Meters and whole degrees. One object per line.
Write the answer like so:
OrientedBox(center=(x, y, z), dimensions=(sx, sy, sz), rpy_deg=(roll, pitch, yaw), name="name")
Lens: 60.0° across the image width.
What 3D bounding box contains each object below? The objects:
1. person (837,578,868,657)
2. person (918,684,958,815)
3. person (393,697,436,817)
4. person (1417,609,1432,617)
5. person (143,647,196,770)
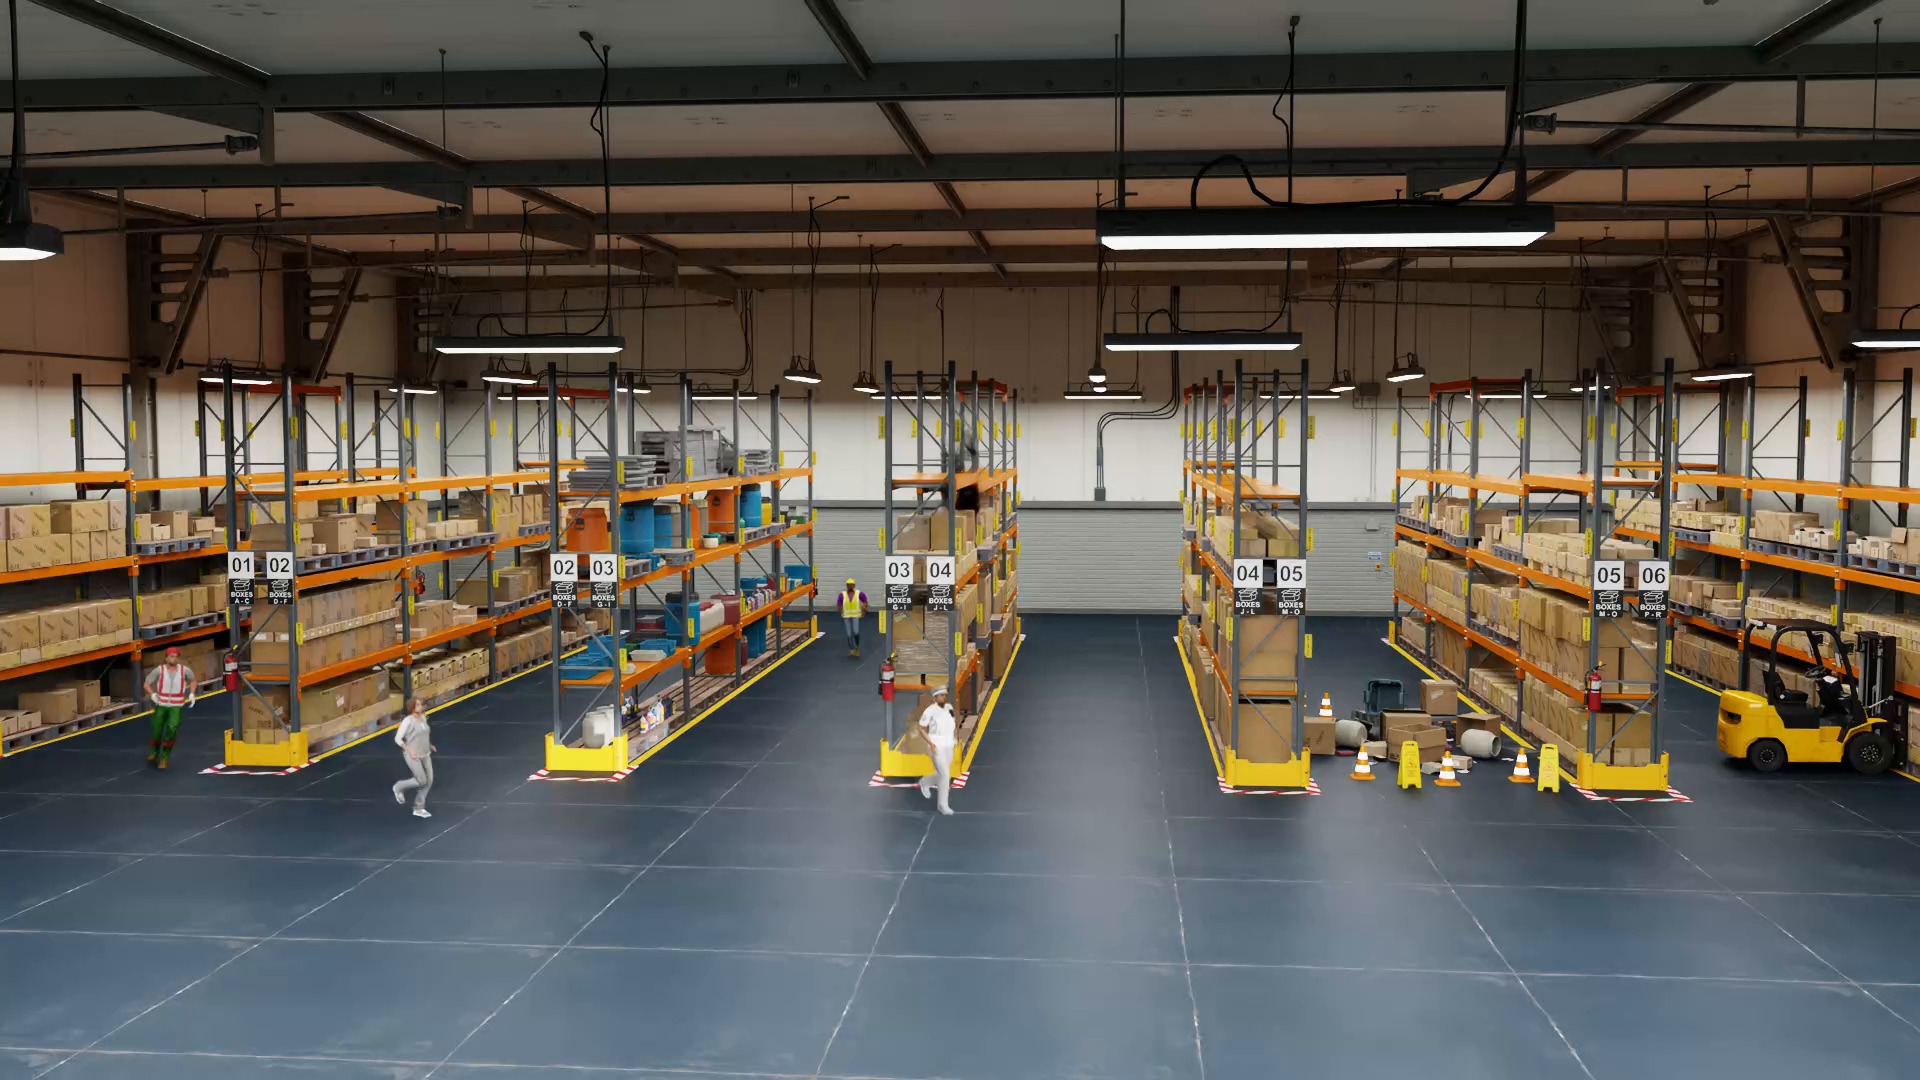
OrientedBox(center=(-2.395, 1.720, 36.630), dimensions=(0.656, 1.745, 0.657), rpy_deg=(0, 4, 3), name="person")
OrientedBox(center=(-0.305, 2.734, 21.937), dimensions=(0.579, 1.709, 0.716), rpy_deg=(-3, 5, -39), name="person")
OrientedBox(center=(-7.093, 2.812, 21.598), dimensions=(0.549, 1.558, 0.537), rpy_deg=(2, 4, 25), name="person")
OrientedBox(center=(11.297, 1.528, 40.279), dimensions=(0.829, 1.703, 0.679), rpy_deg=(4, 5, 44), name="person")
OrientedBox(center=(-11.801, 2.494, 24.842), dimensions=(0.722, 1.802, 0.707), rpy_deg=(-2, 4, -23), name="person")
